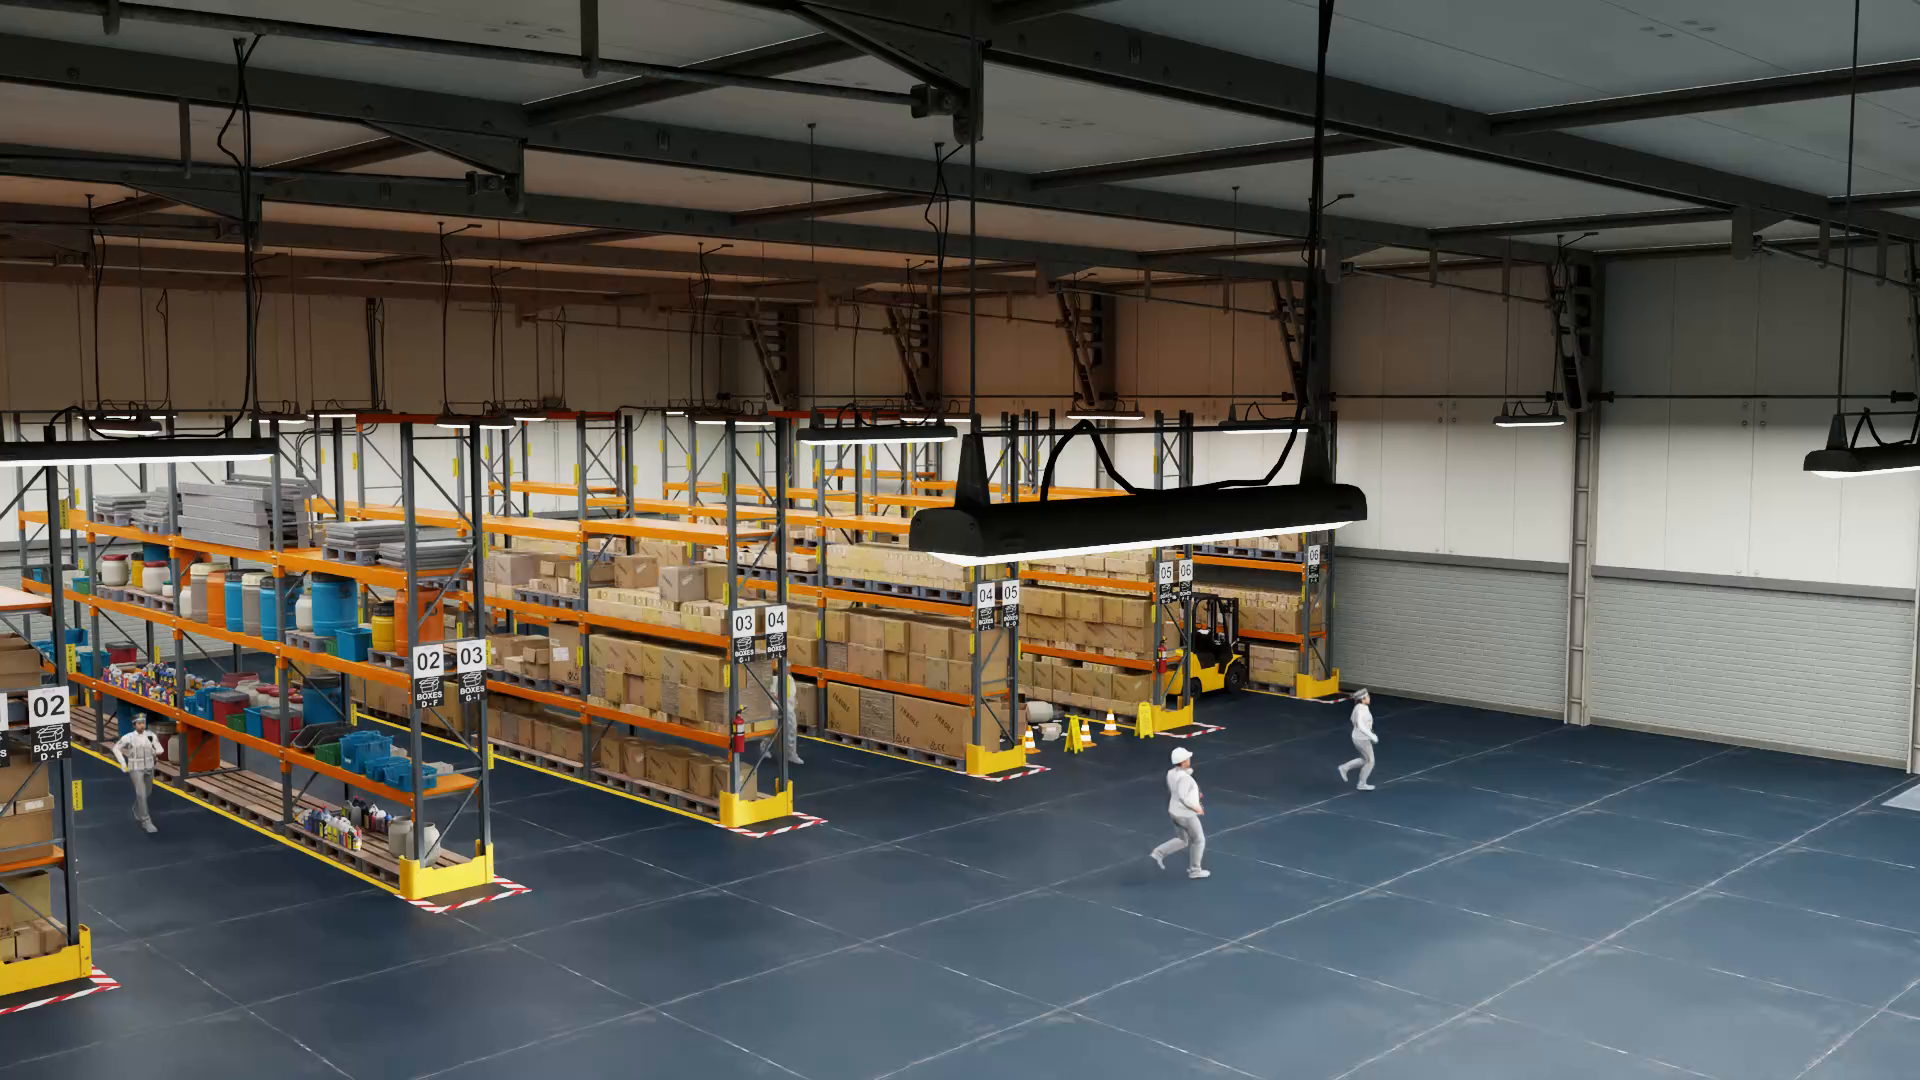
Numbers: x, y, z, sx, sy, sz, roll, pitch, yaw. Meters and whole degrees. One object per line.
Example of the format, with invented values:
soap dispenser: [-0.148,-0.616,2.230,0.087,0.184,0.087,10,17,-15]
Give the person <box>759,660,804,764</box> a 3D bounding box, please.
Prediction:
person: [-3.067,2.947,28.740,0.863,1.794,0.707,3,6,31]

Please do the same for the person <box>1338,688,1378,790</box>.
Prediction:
person: [6.390,3.187,26.686,0.585,1.643,0.667,0,5,3]

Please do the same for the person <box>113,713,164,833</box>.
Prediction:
person: [-11.951,3.355,24.277,0.935,1.689,0.607,4,6,39]

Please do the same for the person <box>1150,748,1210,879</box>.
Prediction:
person: [2.904,3.576,21.753,0.803,1.739,0.668,-1,5,-16]
